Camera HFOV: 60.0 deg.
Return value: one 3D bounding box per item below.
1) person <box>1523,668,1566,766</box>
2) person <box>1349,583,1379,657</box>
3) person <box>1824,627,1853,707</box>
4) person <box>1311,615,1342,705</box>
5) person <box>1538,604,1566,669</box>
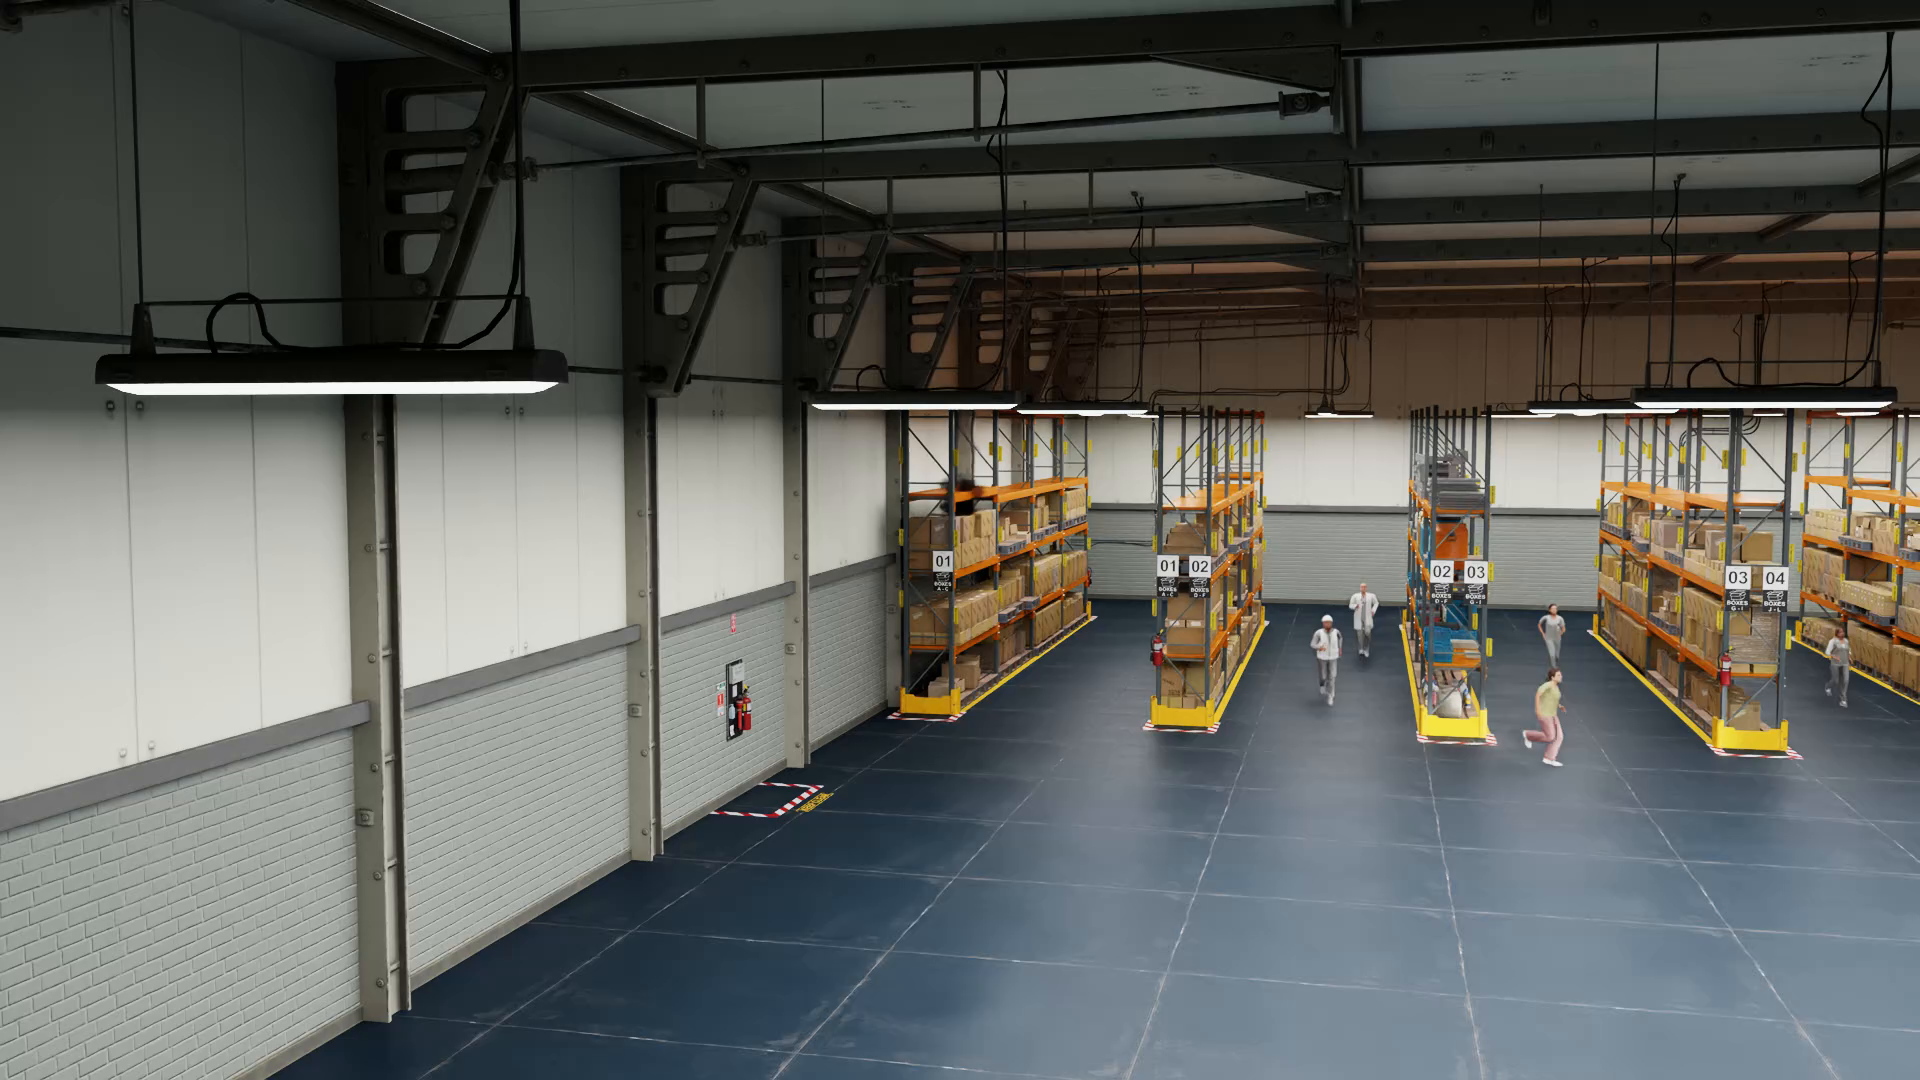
[{"bbox_3d":[9.772,2.940,27.819,0.678,1.627,0.608,4,6,45],"label":"person"},{"bbox_3d":[9.804,1.947,40.391,0.685,1.804,0.754,1,4,15],"label":"person"},{"bbox_3d":[17.708,2.532,33.505,0.546,1.587,0.813,0,4,3],"label":"person"},{"bbox_3d":[7.474,2.428,33.879,0.690,1.818,0.923,0,4,0],"label":"person"},{"bbox_3d":[13.157,2.255,36.956,0.570,1.646,0.805,0,4,5],"label":"person"}]
